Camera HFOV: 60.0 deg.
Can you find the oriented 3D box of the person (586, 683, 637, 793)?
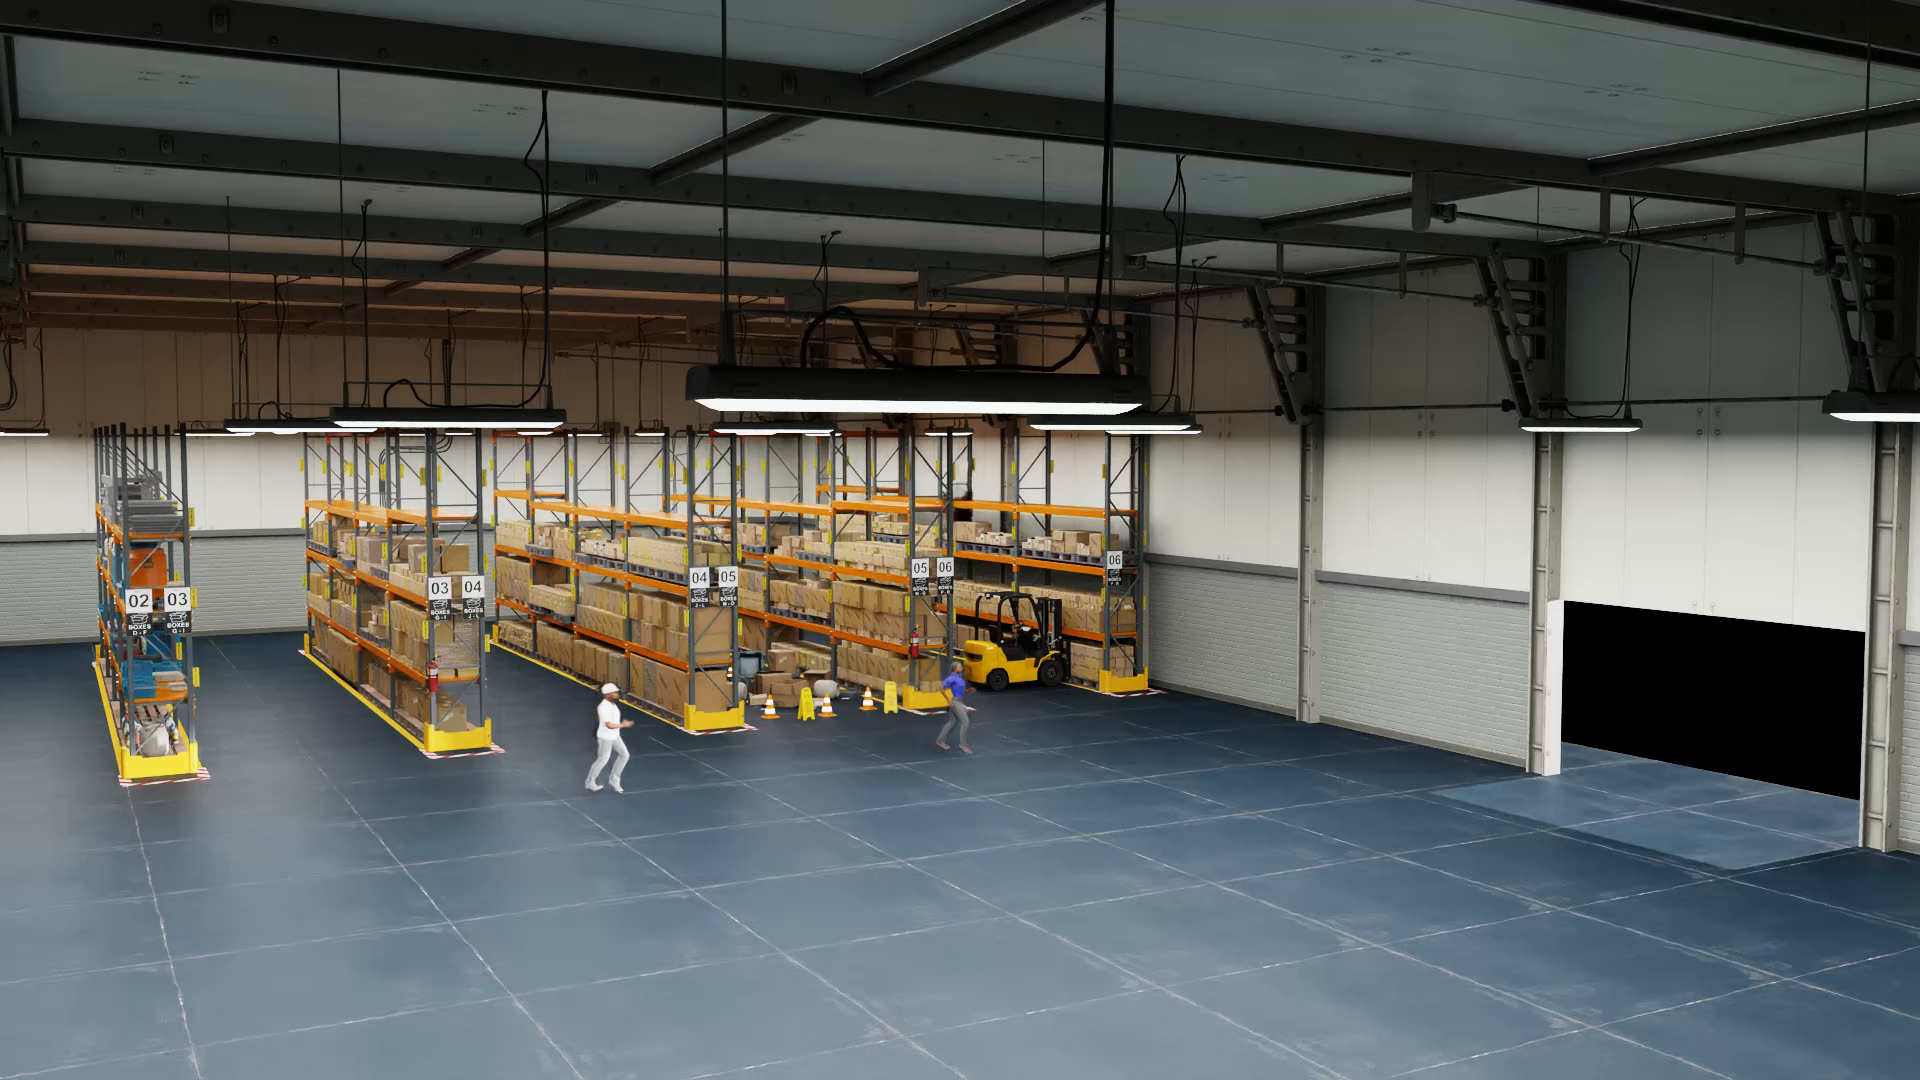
[{"bbox_3d":[-5.620,3.214,26.872,0.849,1.824,0.669,0,3,3],"label":"person"}]

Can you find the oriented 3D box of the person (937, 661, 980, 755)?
[{"bbox_3d":[-0.025,3.098,30.308,0.817,1.603,0.555,1,4,12],"label":"person"}]

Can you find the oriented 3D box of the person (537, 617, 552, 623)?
[{"bbox_3d":[-12.179,1.927,48.737,0.911,1.703,0.571,-2,4,-29],"label":"person"}]
